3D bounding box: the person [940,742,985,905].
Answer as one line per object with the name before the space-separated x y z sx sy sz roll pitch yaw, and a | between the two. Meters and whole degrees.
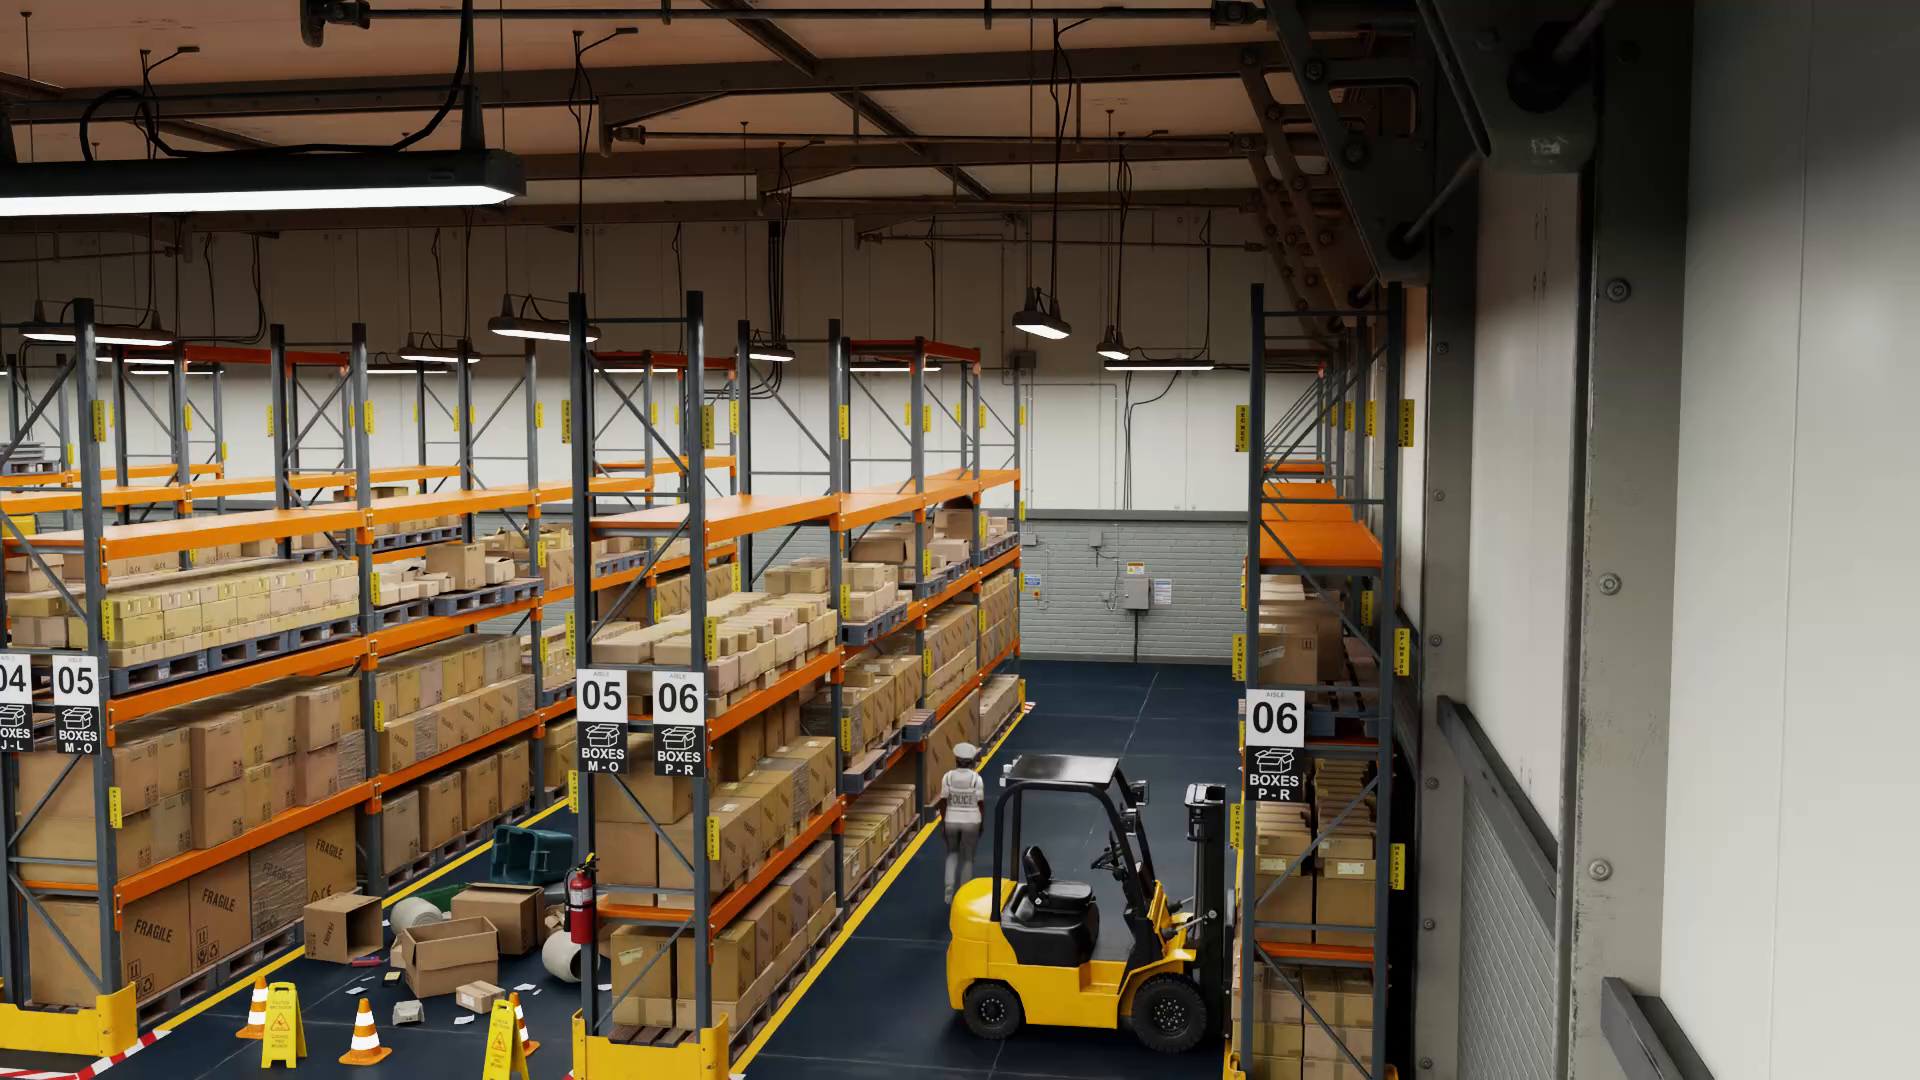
person | 0.032 2.931 17.131 0.443 1.694 0.438 1 5 14
